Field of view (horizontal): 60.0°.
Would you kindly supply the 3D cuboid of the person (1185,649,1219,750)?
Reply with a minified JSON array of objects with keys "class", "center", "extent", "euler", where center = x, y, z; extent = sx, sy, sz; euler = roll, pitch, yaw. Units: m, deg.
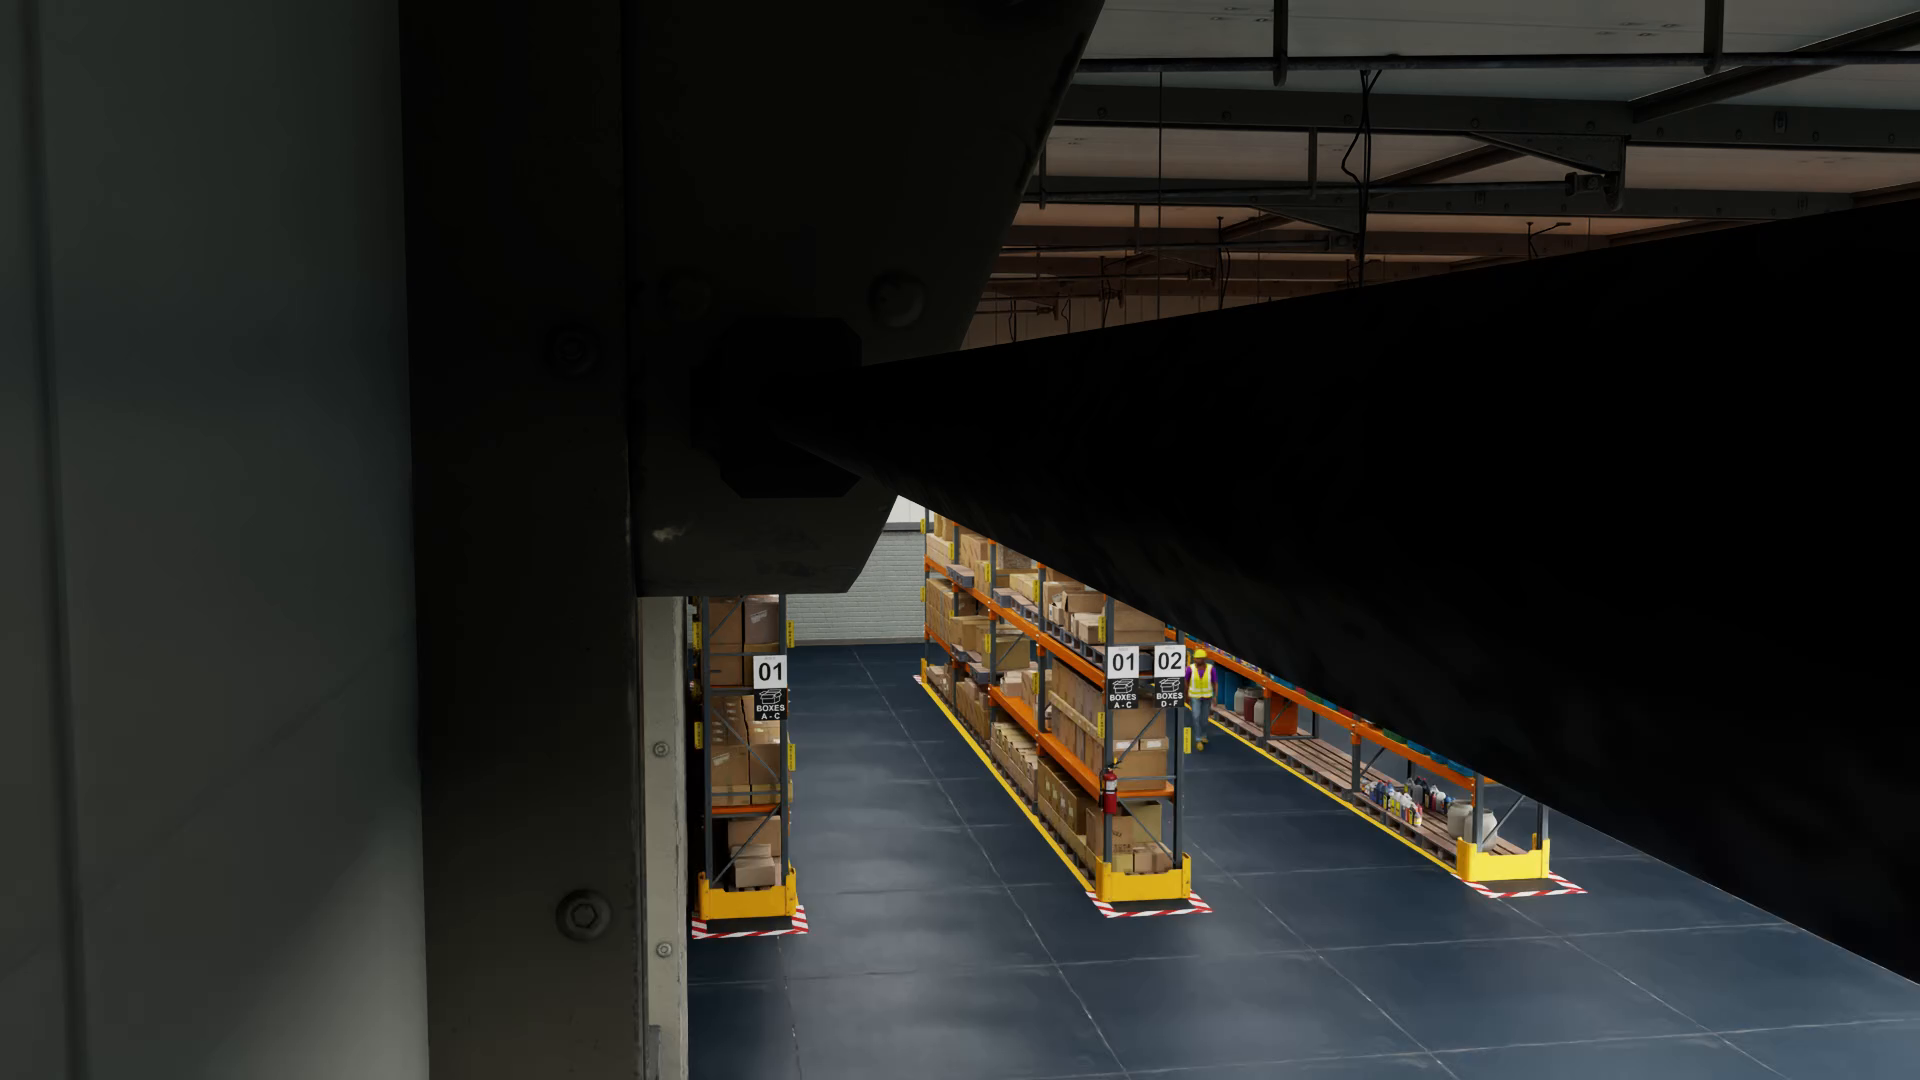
[{"class":"person","center":[4.328,2.824,29.741],"extent":[0.590,1.728,0.904],"euler":[0,5,4]}]
